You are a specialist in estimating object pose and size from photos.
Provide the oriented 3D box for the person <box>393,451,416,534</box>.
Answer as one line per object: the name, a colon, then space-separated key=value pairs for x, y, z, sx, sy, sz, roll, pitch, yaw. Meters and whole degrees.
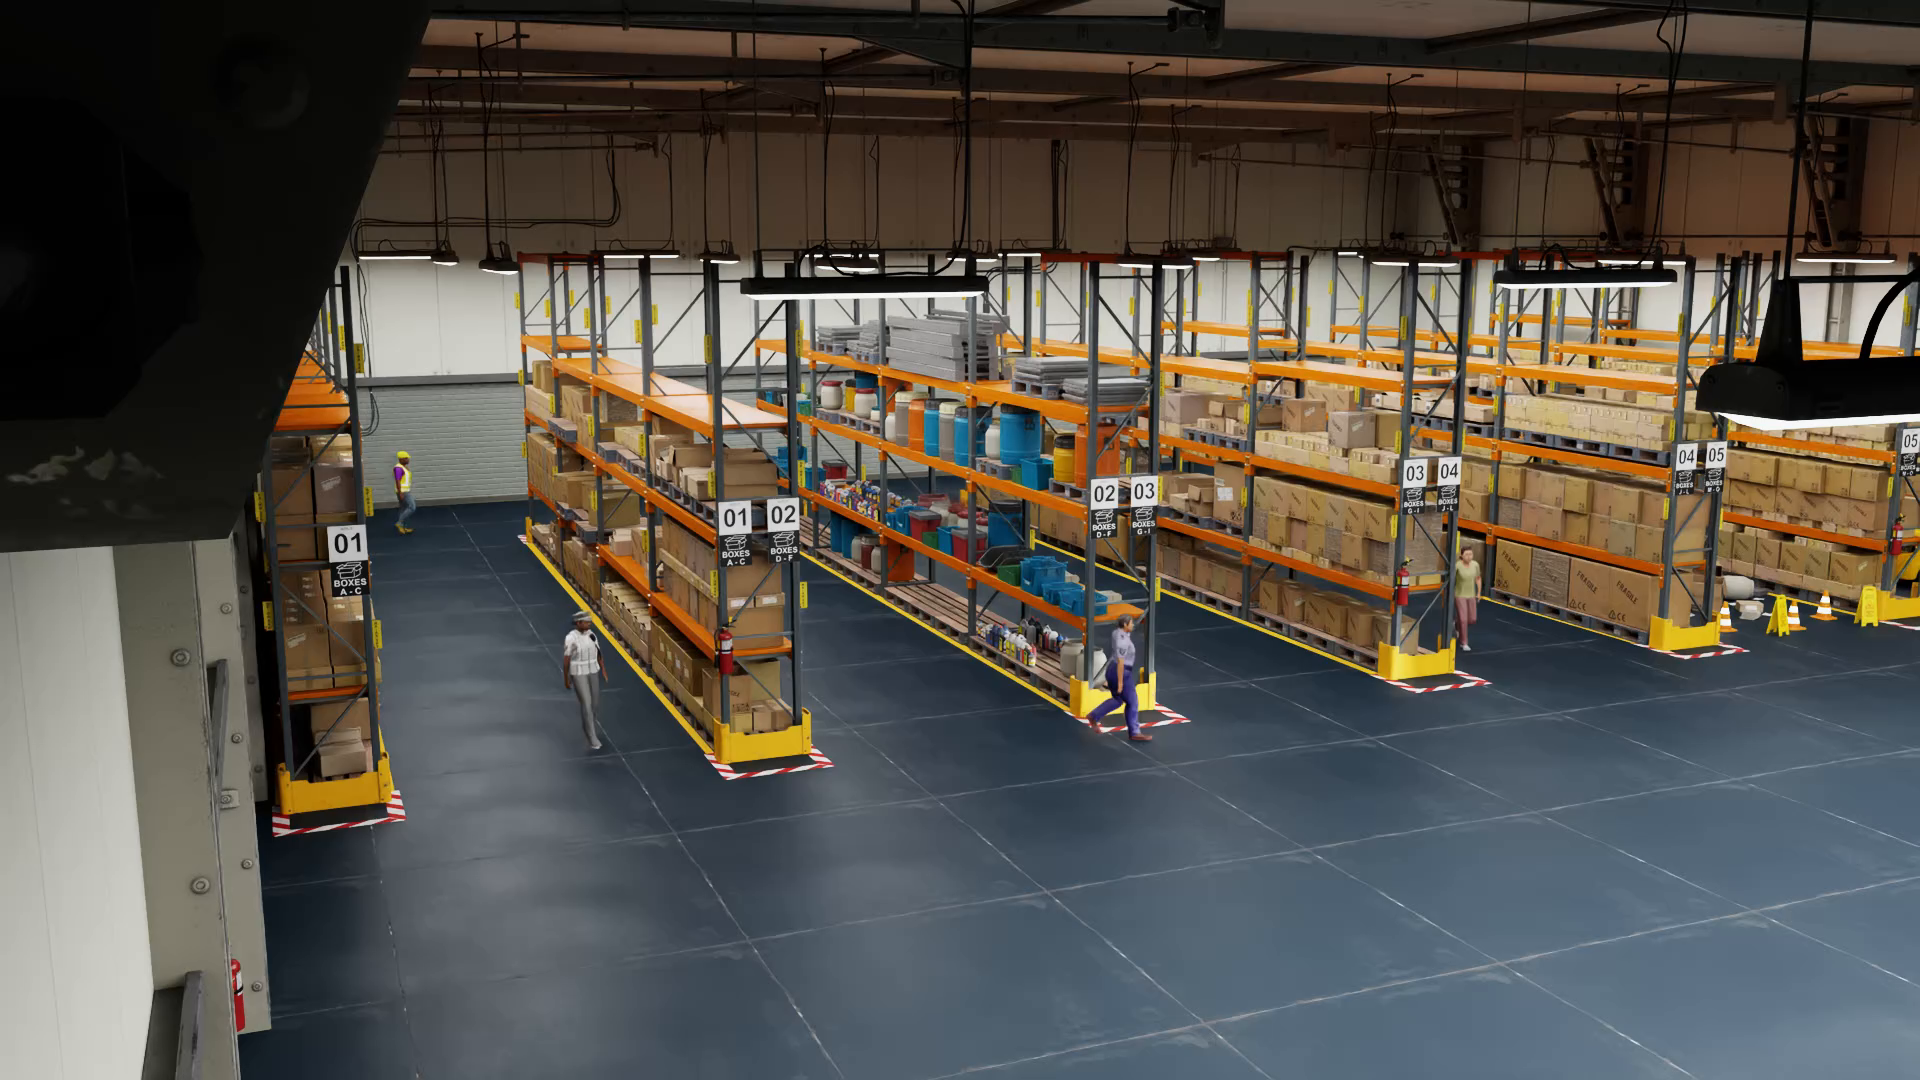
person: x=-11.924 y=-1.024 z=35.650 sx=0.448 sy=1.767 sz=0.604 roll=-4 pitch=11 yaw=-20

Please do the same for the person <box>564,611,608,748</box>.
person: x=-4.678 y=1.738 z=21.049 sx=0.744 sy=1.670 sz=0.477 roll=10 pitch=14 yaw=42

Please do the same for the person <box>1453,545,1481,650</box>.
person: x=7.788 y=0.857 z=25.832 sx=0.508 sy=1.644 sz=0.647 roll=-1 pitch=10 yaw=-7

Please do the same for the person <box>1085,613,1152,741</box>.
person: x=2.017 y=1.717 z=21.102 sx=0.824 sy=1.617 sz=0.514 roll=-1 pitch=10 yaw=-4
